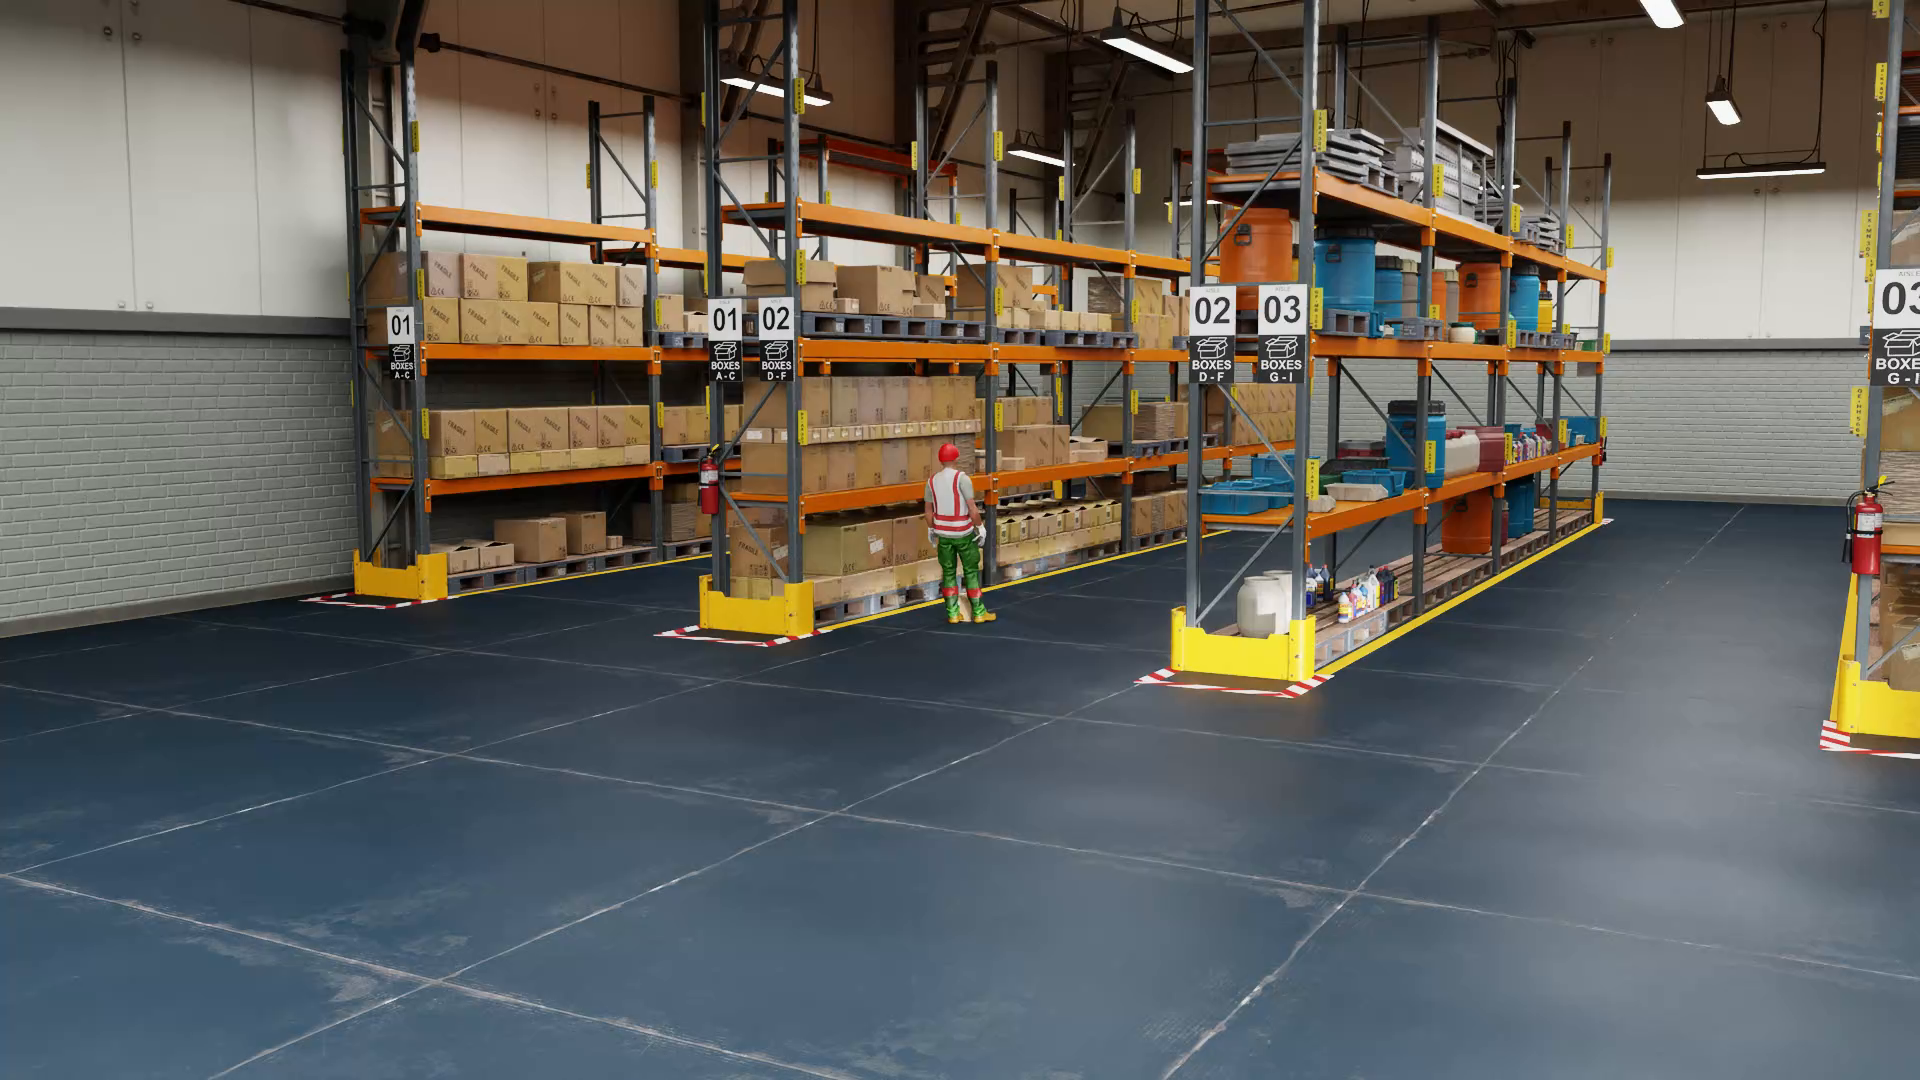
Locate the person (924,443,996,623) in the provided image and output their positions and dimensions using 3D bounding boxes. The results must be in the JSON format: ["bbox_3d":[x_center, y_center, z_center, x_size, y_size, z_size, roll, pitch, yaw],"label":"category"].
[{"bbox_3d":[-0.010,-0.075,16.599,0.637,1.790,0.562,3,7,28],"label":"person"}]
